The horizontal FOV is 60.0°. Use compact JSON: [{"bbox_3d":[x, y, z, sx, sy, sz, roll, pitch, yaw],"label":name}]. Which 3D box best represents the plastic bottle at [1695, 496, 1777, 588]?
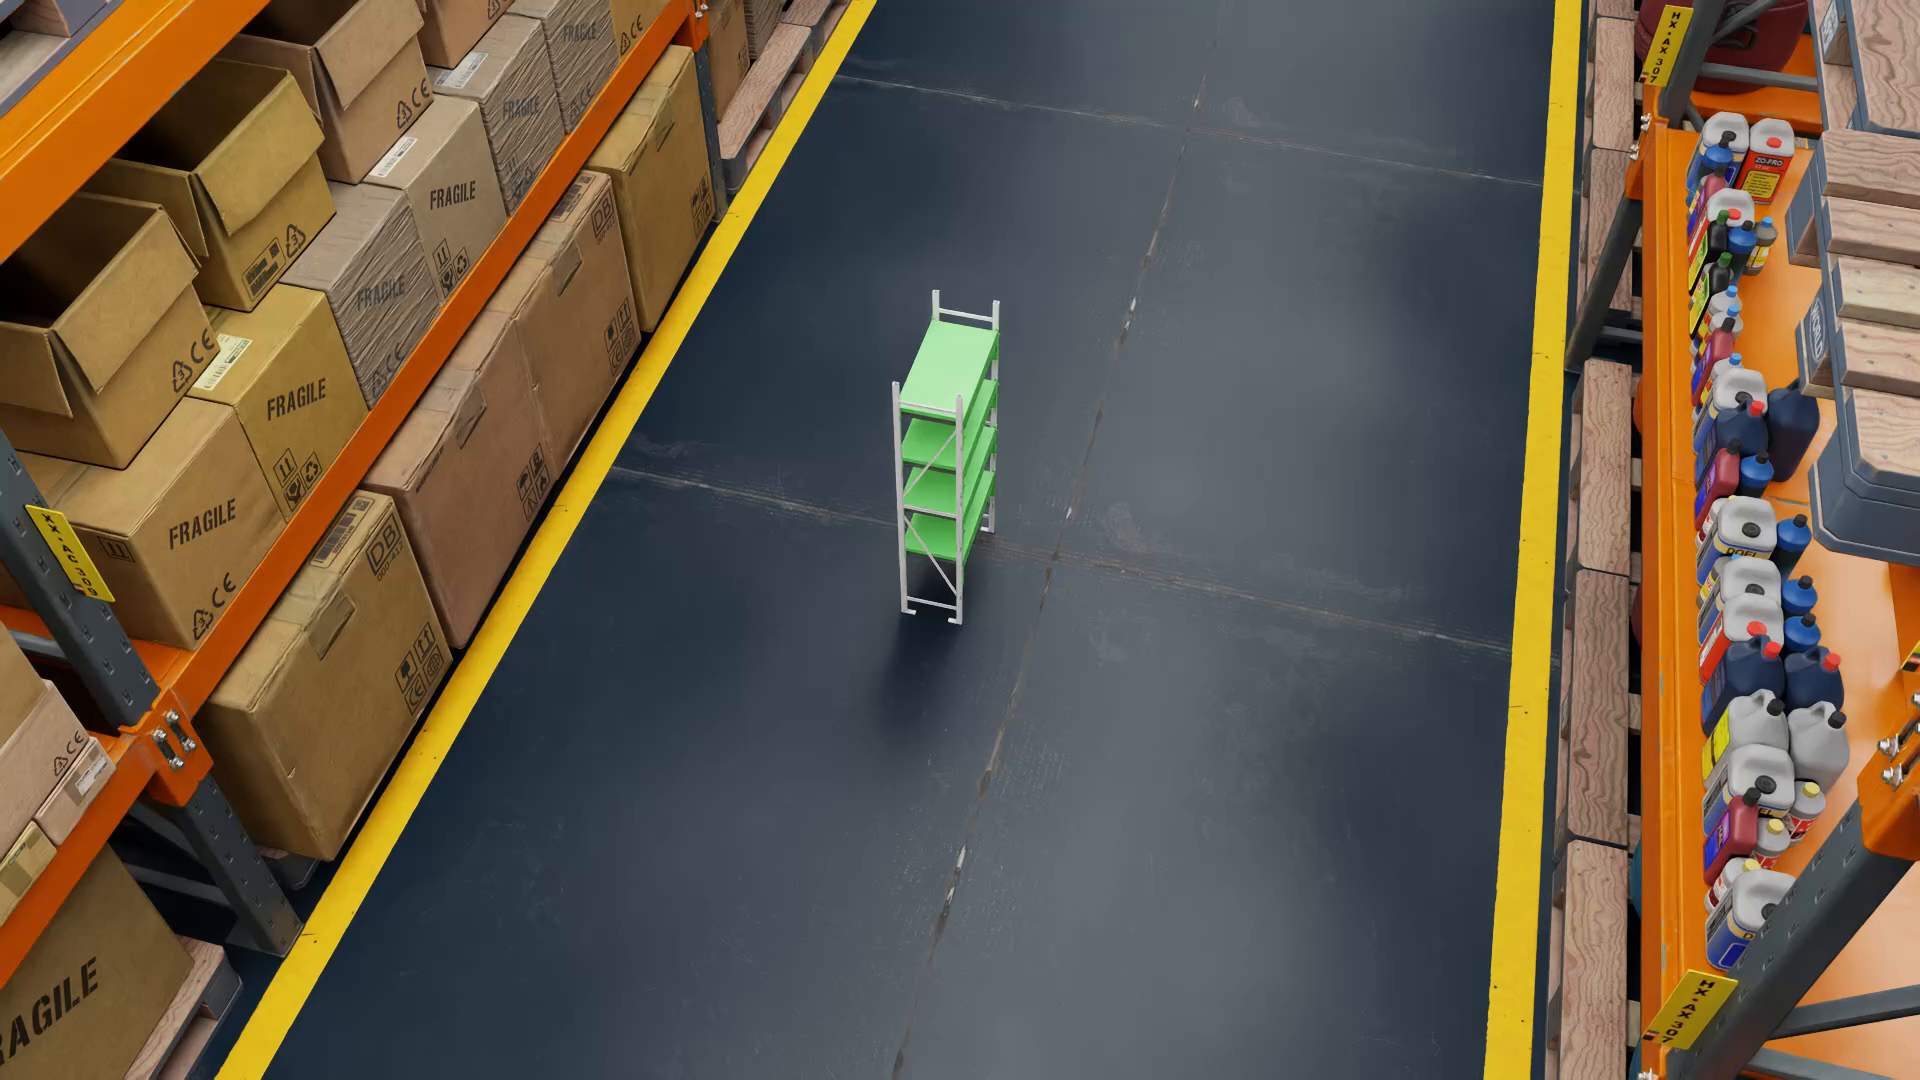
[{"bbox_3d":[2.218,0.015,4.737,0.152,0.276,0.135,12,50,10],"label":"plastic bottle"}]

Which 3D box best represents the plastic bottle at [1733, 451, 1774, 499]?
[{"bbox_3d":[2.316,-0.157,4.892,0.097,0.271,0.097,0,49,0],"label":"plastic bottle"}]

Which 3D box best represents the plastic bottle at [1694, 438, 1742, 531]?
[{"bbox_3d":[2.235,-0.163,4.890,0.061,0.283,0.133,12,50,10],"label":"plastic bottle"}]

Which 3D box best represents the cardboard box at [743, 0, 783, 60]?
[{"bbox_3d":[-1.334,-2.864,8.570,0.700,0.500,0.500,8,49,7],"label":"cardboard box"}]

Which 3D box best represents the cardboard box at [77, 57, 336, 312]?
[{"bbox_3d":[-2.325,-1.083,4.888,0.797,0.503,0.637,12,50,10],"label":"cardboard box"}]

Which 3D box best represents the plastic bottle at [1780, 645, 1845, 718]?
[{"bbox_3d":[2.215,0.399,4.349,0.144,0.351,0.185,12,50,10],"label":"plastic bottle"}]

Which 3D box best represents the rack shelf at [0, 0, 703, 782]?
[{"bbox_3d":[-2.151,-0.969,6.003,1.077,0.370,4.000,12,50,10],"label":"rack shelf"}]

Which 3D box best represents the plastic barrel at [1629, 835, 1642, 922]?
[{"bbox_3d":[2.447,0.870,5.019,0.600,0.901,0.708,12,50,10],"label":"plastic barrel"}]

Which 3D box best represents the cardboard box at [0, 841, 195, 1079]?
[{"bbox_3d":[-2.928,1.266,4.688,0.875,0.875,0.875,12,50,10],"label":"cardboard box"}]

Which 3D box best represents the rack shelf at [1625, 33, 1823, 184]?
[{"bbox_3d":[3.680,-2.885,7.694,1.077,0.370,4.000,12,50,10],"label":"rack shelf"}]

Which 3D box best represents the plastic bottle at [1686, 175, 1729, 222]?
[{"bbox_3d":[2.645,-1.212,5.870,0.097,0.201,0.097,0,49,0],"label":"plastic bottle"}]

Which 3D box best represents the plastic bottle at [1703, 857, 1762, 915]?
[{"bbox_3d":[1.897,0.845,4.055,0.097,0.201,0.097,0,49,0],"label":"plastic bottle"}]

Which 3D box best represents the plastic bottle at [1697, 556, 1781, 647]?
[{"bbox_3d":[2.157,0.183,4.589,0.152,0.276,0.135,12,50,10],"label":"plastic bottle"}]

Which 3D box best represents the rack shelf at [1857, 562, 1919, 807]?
[{"bbox_3d":[2.627,-0.984,4.016,1.077,0.370,4.000,12,50,10],"label":"rack shelf"}]

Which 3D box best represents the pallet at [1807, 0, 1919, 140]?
[{"bbox_3d":[2.509,-1.120,3.782,1.003,0.211,1.213,12,50,10],"label":"pallet"}]

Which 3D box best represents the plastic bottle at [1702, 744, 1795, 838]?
[{"bbox_3d":[1.989,0.645,4.181,0.152,0.276,0.135,12,50,10],"label":"plastic bottle"}]

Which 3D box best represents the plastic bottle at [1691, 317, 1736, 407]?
[{"bbox_3d":[2.380,-0.561,5.241,0.061,0.283,0.133,12,50,10],"label":"plastic bottle"}]

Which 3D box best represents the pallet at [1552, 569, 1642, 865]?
[{"bbox_3d":[2.663,0.705,5.906,1.003,0.211,1.213,12,50,10],"label":"pallet"}]

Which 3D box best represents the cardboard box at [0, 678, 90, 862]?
[{"bbox_3d":[-2.540,0.562,4.074,0.500,0.250,0.500,11,49,9],"label":"cardboard box"}]

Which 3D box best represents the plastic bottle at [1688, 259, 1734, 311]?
[{"bbox_3d":[2.514,-0.851,5.552,0.097,0.201,0.097,0,49,0],"label":"plastic bottle"}]

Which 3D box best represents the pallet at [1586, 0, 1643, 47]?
[{"bbox_3d":[4.037,-3.071,9.238,1.003,0.211,1.213,12,50,10],"label":"pallet"}]

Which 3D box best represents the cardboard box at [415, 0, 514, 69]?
[{"bbox_3d":[-2.007,-2.022,5.717,0.797,0.503,0.637,13,50,11],"label":"cardboard box"}]

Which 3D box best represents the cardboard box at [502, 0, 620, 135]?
[{"bbox_3d":[-1.652,-1.921,6.297,0.500,0.500,0.500,11,50,10],"label":"cardboard box"}]

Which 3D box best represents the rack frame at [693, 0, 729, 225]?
[{"bbox_3d":[-1.625,-2.653,7.010,1.000,3.000,0.127,12,50,10],"label":"rack frame"}]

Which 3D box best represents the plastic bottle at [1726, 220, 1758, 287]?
[{"bbox_3d":[2.608,-0.959,5.600,0.097,0.271,0.097,0,49,0],"label":"plastic bottle"}]

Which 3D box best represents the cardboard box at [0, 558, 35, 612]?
[{"bbox_3d":[-2.818,-0.185,4.765,0.500,0.500,0.500,12,50,10],"label":"cardboard box"}]

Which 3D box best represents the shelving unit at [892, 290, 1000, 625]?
[{"bbox_3d":[-0.044,-0.277,6.113,0.258,1.200,0.503,12,50,10],"label":"shelving unit"}]

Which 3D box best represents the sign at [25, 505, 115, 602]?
[{"bbox_3d":[-2.142,0.036,4.006,0.100,0.325,0.005,12,50,10],"label":"sign"}]

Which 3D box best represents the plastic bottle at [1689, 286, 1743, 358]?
[{"bbox_3d":[2.453,-0.708,5.379,0.097,0.271,0.097,0,49,0],"label":"plastic bottle"}]

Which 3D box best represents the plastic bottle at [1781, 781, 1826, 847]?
[{"bbox_3d":[2.114,0.681,4.200,0.097,0.201,0.097,0,49,0],"label":"plastic bottle"}]

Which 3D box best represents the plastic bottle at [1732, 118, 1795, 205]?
[{"bbox_3d":[2.875,-1.356,5.947,0.152,0.276,0.135,12,50,10],"label":"plastic bottle"}]

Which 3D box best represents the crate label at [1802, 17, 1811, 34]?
[{"bbox_3d":[3.676,-2.353,6.721,0.502,0.435,0.616,12,50,10],"label":"crate label"}]

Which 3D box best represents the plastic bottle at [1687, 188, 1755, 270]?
[{"bbox_3d":[2.606,-1.051,5.679,0.152,0.276,0.135,12,50,10],"label":"plastic bottle"}]

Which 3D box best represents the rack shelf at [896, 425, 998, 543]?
[{"bbox_3d":[-0.044,-0.235,6.161,0.258,0.148,0.480,12,50,10],"label":"rack shelf"}]

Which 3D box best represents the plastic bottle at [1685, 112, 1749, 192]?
[{"bbox_3d":[2.728,-1.386,5.974,0.152,0.276,0.135,12,50,10],"label":"plastic bottle"}]

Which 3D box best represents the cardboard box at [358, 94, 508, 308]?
[{"bbox_3d":[-1.921,-1.177,5.640,0.500,0.500,0.500,12,50,11],"label":"cardboard box"}]

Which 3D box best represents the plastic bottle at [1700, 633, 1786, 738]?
[{"bbox_3d":[2.076,0.371,4.374,0.144,0.351,0.185,12,50,10],"label":"plastic bottle"}]

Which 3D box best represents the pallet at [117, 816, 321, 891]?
[{"bbox_3d":[-2.547,0.590,6.008,1.003,0.211,1.213,12,50,10],"label":"pallet"}]

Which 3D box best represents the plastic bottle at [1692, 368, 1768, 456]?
[{"bbox_3d":[2.363,-0.383,5.089,0.152,0.276,0.135,12,50,10],"label":"plastic bottle"}]

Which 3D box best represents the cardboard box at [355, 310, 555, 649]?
[{"bbox_3d":[-2.294,-0.309,6.078,1.225,0.875,0.875,10,49,9],"label":"cardboard box"}]

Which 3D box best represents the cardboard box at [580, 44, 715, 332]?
[{"bbox_3d":[-1.826,-1.594,7.212,1.225,0.875,0.875,9,49,8],"label":"cardboard box"}]

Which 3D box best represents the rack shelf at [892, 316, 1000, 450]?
[{"bbox_3d":[-0.044,-0.553,5.801,0.258,0.148,0.480,12,50,10],"label":"rack shelf"}]

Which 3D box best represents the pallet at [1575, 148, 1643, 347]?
[{"bbox_3d":[3.395,-1.306,7.681,1.003,0.211,1.213,12,50,10],"label":"pallet"}]

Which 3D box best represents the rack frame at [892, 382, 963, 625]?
[{"bbox_3d":[-0.108,-0.101,5.958,0.240,1.200,0.015,12,50,10],"label":"rack frame"}]

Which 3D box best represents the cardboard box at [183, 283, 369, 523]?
[{"bbox_3d":[-2.184,-0.440,4.990,0.500,0.500,0.500,12,50,10],"label":"cardboard box"}]

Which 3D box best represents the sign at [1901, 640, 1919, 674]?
[{"bbox_3d":[1.571,0.112,2.563,0.100,0.325,0.005,12,50,10],"label":"sign"}]

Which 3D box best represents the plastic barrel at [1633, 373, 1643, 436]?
[{"bbox_3d":[3.041,-0.740,6.488,0.600,0.830,0.708,12,50,10],"label":"plastic barrel"}]

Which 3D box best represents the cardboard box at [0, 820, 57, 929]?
[{"bbox_3d":[-2.509,0.795,4.134,0.380,0.149,0.250,12,50,11],"label":"cardboard box"}]

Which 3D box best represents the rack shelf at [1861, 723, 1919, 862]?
[{"bbox_3d":[1.575,1.909,1.462,1.077,0.370,4.000,12,50,10],"label":"rack shelf"}]

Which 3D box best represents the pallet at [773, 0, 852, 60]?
[{"bbox_3d":[-1.094,-3.175,9.330,1.003,0.211,1.213,12,50,10],"label":"pallet"}]

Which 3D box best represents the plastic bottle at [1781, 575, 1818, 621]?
[{"bbox_3d":[2.282,0.196,4.581,0.097,0.271,0.097,0,49,0],"label":"plastic bottle"}]
